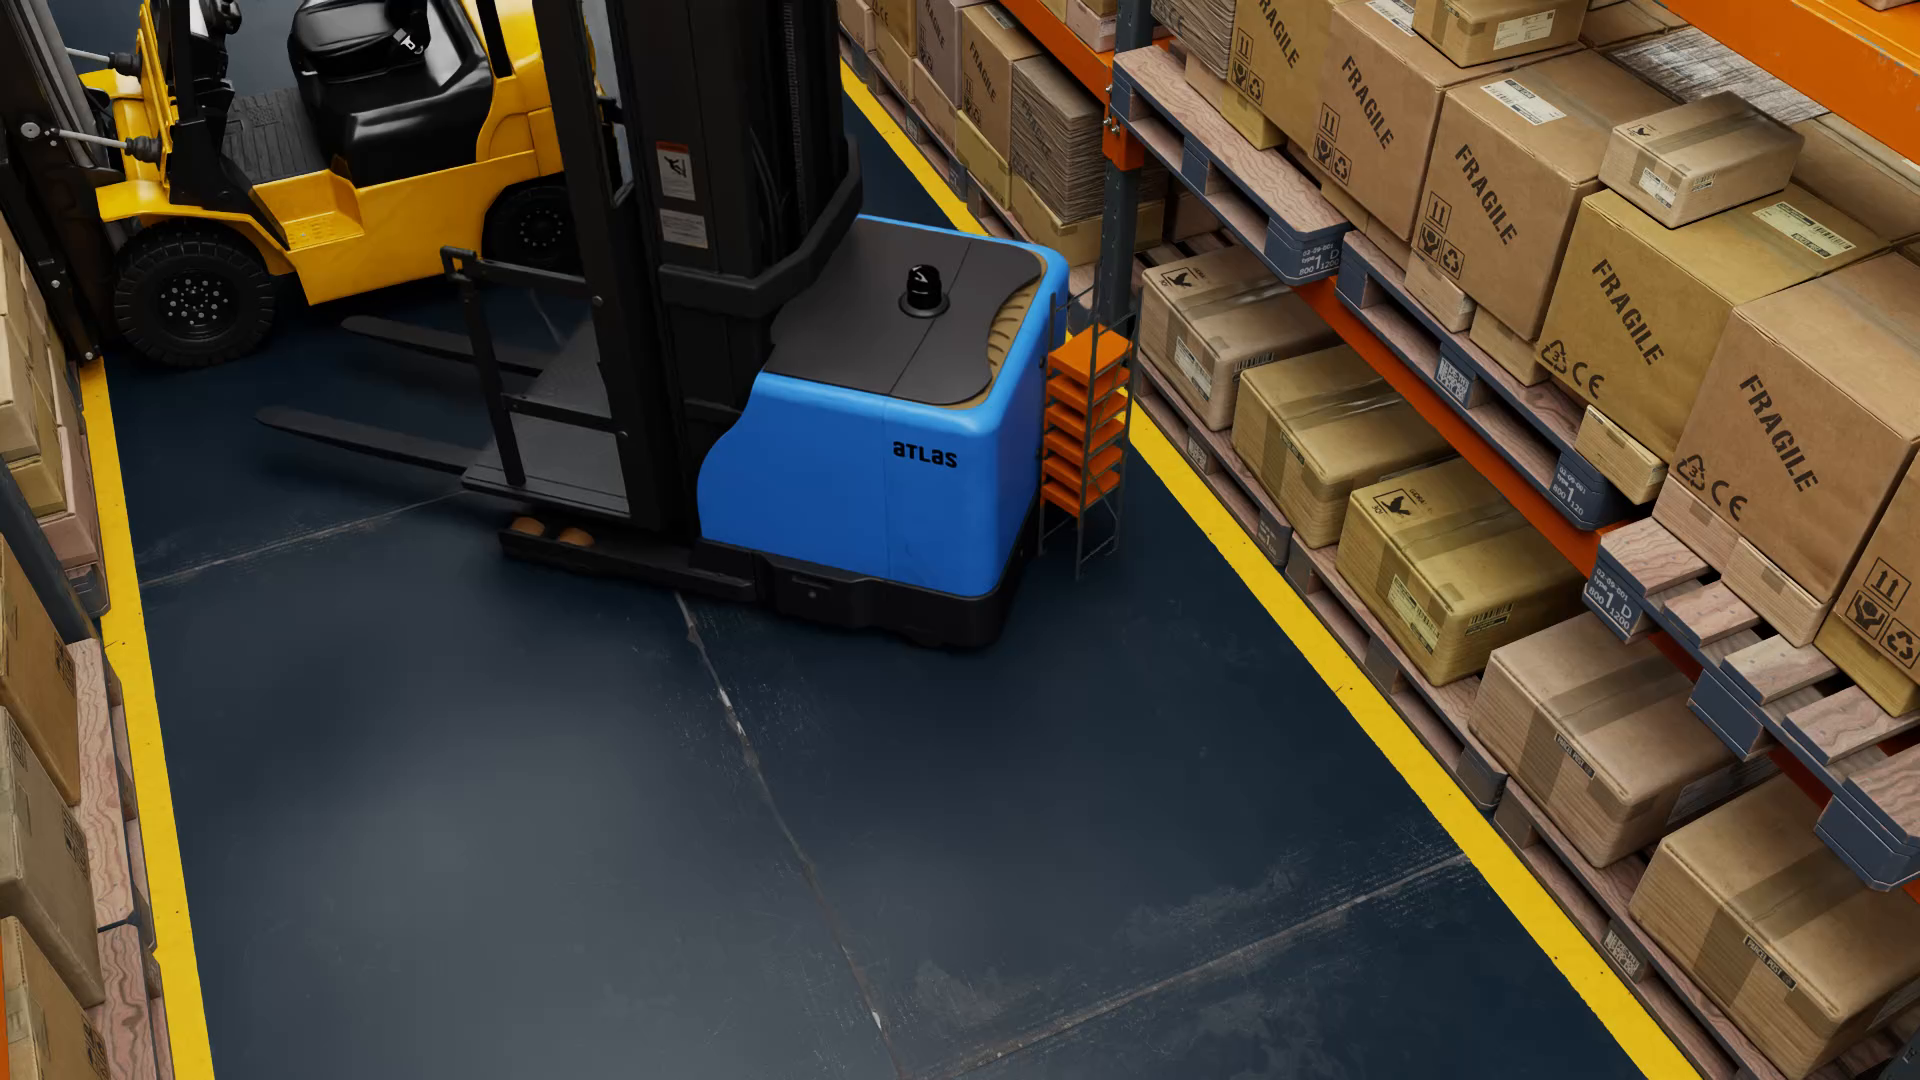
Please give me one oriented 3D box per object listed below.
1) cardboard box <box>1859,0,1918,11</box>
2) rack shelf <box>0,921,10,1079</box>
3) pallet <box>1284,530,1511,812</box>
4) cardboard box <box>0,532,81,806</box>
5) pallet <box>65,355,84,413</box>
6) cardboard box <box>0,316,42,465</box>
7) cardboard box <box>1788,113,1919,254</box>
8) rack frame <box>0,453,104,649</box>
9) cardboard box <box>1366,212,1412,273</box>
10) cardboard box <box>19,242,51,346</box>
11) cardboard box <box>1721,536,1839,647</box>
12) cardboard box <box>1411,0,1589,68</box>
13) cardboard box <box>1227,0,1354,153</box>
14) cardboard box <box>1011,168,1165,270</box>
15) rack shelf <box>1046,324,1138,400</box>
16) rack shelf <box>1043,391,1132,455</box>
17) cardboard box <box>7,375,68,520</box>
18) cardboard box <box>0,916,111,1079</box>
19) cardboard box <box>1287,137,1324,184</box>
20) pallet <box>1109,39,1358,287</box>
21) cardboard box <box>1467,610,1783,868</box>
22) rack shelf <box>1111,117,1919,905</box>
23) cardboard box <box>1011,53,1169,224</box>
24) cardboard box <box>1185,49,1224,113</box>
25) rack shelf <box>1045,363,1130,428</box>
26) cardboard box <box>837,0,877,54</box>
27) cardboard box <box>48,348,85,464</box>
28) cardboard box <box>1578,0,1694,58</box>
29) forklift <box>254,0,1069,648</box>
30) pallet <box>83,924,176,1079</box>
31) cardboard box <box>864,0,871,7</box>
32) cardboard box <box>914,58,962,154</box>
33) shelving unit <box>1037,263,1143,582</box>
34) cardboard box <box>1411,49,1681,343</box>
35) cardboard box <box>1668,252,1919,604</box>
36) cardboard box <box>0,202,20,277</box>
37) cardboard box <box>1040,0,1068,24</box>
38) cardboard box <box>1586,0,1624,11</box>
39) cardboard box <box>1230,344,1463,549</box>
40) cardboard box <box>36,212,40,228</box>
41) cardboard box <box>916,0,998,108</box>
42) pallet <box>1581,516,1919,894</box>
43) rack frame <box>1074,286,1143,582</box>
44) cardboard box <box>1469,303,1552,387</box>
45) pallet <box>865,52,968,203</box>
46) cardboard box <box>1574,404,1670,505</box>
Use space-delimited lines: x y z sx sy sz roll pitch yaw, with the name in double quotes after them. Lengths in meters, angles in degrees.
2.058 -1.506 3.432 0.797 0.503 0.637 -18 47 -17 "cardboard box"
-2.618 1.012 3.601 1.077 0.370 4.000 -18 47 -17 "rack shelf"
1.889 0.280 5.816 1.003 0.211 1.213 -18 47 -17 "pallet"
-3.229 0.506 4.993 0.875 0.625 0.625 -16 47 -16 "cardboard box"
-4.272 -0.824 6.935 1.003 0.211 1.213 -18 47 -17 "pallet"
-3.377 -0.446 5.514 0.500 0.250 0.500 -19 48 -18 "cardboard box"
2.291 -0.751 4.293 0.500 0.500 0.500 -17 47 -17 "cardboard box"
-3.459 -0.519 4.640 1.000 3.000 0.127 -18 47 -17 "rack frame"
1.447 -0.948 4.954 0.380 0.149 0.250 -18 47 -17 "cardboard box"
-3.796 -0.911 6.340 0.500 0.250 0.500 -18 48 -18 "cardboard box"
2.049 0.066 3.928 0.380 0.149 0.250 -18 48 -18 "cardboard box"
1.470 -1.443 4.533 0.380 0.149 0.250 -16 47 -15 "cardboard box"
1.191 -1.576 5.129 0.500 0.500 0.500 -18 47 -17 "cardboard box"
0.551 -1.455 7.248 0.500 0.250 0.500 -16 47 -16 "cardboard box"
0.441 -0.603 5.557 0.180 0.103 0.258 34 54 29 "rack shelf"
0.440 -0.433 5.726 0.180 0.103 0.258 34 54 29 "rack shelf"
-3.382 -0.267 5.688 0.500 0.250 0.500 -18 47 -18 "cardboard box"
-2.592 1.481 4.005 0.875 0.625 0.625 -20 48 -19 "cardboard box"
1.275 -1.282 5.293 0.380 0.149 0.250 -15 47 -15 "cardboard box"
1.233 -1.389 5.658 1.003 0.211 1.213 -18 47 -17 "pallet"
2.179 0.517 5.162 0.950 0.372 0.625 -19 48 -18 "cardboard box"
1.884 -0.457 5.089 1.077 0.370 4.000 -18 47 -17 "rack shelf"
0.551 -1.723 6.985 0.500 0.500 0.500 -19 48 -18 "cardboard box"
0.989 -1.602 5.617 0.380 0.149 0.250 -17 47 -17 "cardboard box"
0.441 -0.518 5.642 0.180 0.103 0.258 34 54 29 "rack shelf"
-0.342 -2.784 8.594 0.500 0.250 0.500 -16 47 -16 "cardboard box"
-3.589 -0.415 6.193 0.500 0.250 0.500 -19 48 -18 "cardboard box"
1.867 -1.405 4.957 0.500 0.500 0.500 -17 47 -16 "cardboard box"
-1.183 -1.267 5.447 3.031 2.935 1.130 12 46 12 "forklift"
-2.597 1.710 4.366 1.003 0.211 1.213 -18 47 -17 "pallet"
-0.316 -3.031 8.311 0.500 0.500 0.500 -20 48 -19 "cardboard box"
0.108 -2.117 7.919 0.500 0.250 0.500 -17 47 -17 "cardboard box"
0.440 -0.379 5.779 0.189 1.200 0.258 34 54 29 "shelving unit"
1.613 -0.932 4.477 0.500 0.500 0.500 -20 48 -19 "cardboard box"
2.055 -0.263 3.799 0.500 0.500 0.500 -19 48 -18 "cardboard box"
-3.803 -1.089 6.165 0.500 0.250 0.500 -17 47 -16 "cardboard box"
0.521 -2.169 6.492 0.380 0.149 0.250 -17 47 -17 "cardboard box"
1.881 -1.678 4.771 0.380 0.149 0.250 -20 48 -19 "cardboard box"
1.572 -0.411 6.102 0.950 0.372 0.625 -15 47 -15 "cardboard box"
-4.015 -1.067 6.854 0.500 0.250 0.500 -17 47 -16 "cardboard box"
0.120 -2.371 7.642 0.500 0.500 0.500 -16 47 -15 "cardboard box"
2.329 0.208 4.041 1.213 0.211 1.003 -18 47 -17 "pallet"
0.506 -0.334 5.734 0.006 1.200 0.240 34 54 29 "rack frame"
1.651 -0.602 4.604 0.380 0.149 0.250 -19 48 -19 "cardboard box"
0.212 -2.191 8.320 1.003 0.211 1.213 -18 47 -17 "pallet"
1.822 -0.268 4.266 0.380 0.149 0.250 -17 47 -17 "cardboard box"
